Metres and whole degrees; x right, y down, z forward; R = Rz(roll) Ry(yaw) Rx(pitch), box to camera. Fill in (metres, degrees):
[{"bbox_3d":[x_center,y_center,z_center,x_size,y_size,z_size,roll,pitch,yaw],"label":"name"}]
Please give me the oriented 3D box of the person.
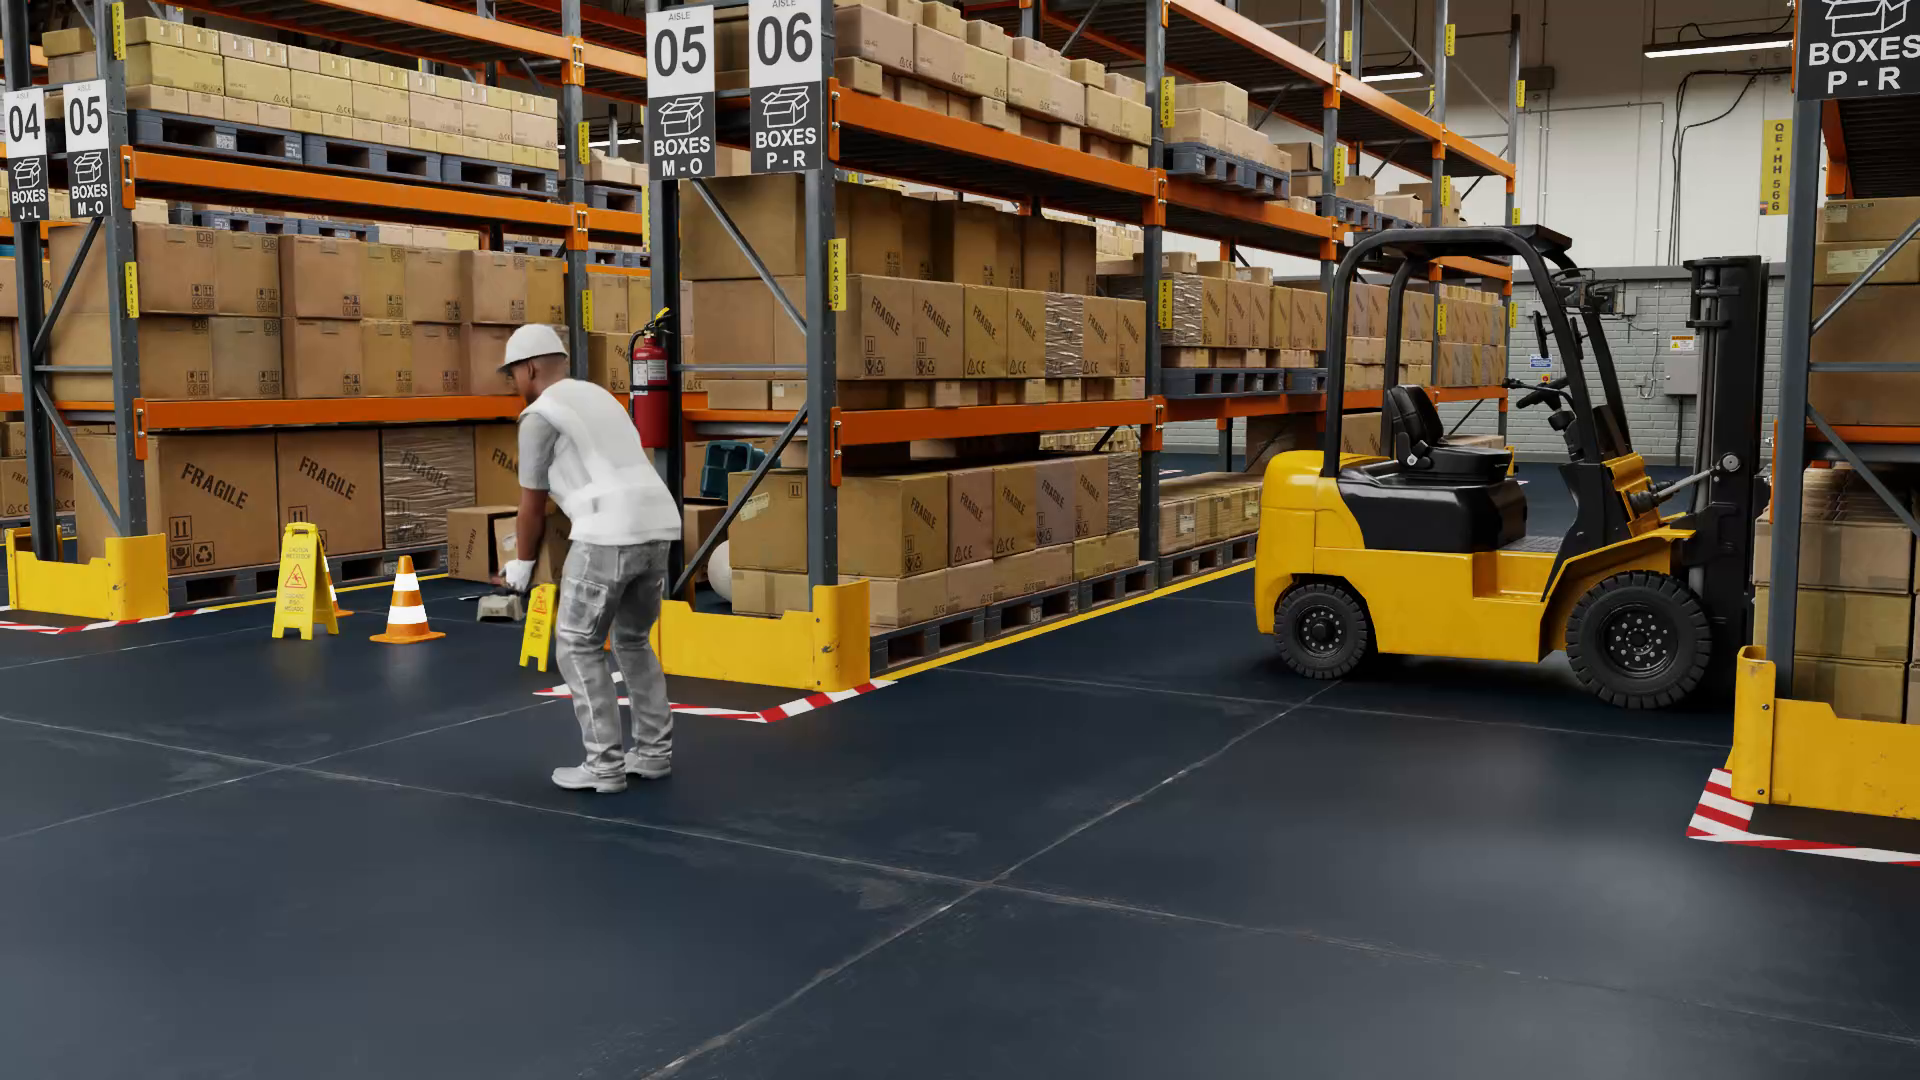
[{"bbox_3d":[-1.370,0.049,6.058,0.696,1.668,0.486,3,7,28],"label":"person"}]
